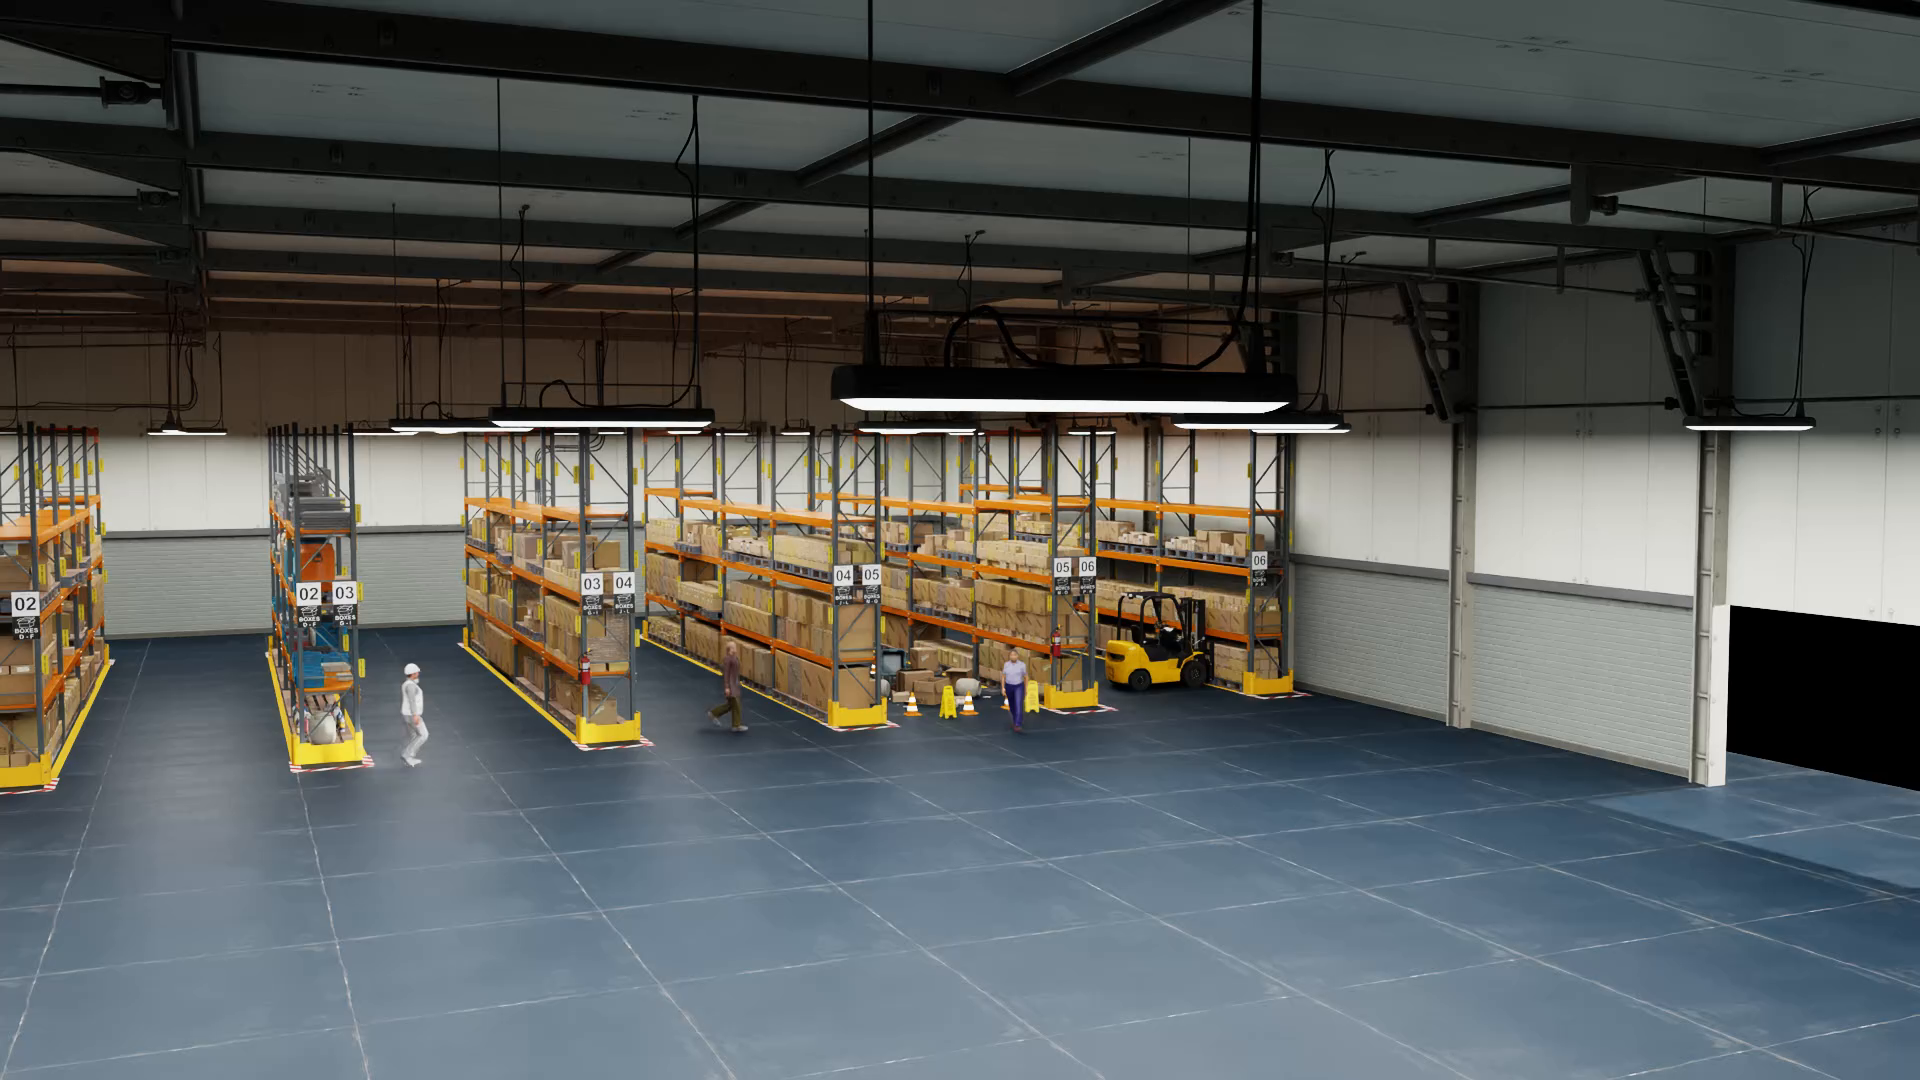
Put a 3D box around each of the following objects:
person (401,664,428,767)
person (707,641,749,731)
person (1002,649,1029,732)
[{"bbox_3d":[-9.551,3.048,29.064,0.430,1.780,0.564,-2,4,-24],"label":"person"},{"bbox_3d":[-4.541,2.845,32.515,0.928,1.749,0.602,1,4,15],"label":"person"},{"bbox_3d":[1.080,2.933,32.519,0.548,1.571,1.009,2,4,25],"label":"person"}]
